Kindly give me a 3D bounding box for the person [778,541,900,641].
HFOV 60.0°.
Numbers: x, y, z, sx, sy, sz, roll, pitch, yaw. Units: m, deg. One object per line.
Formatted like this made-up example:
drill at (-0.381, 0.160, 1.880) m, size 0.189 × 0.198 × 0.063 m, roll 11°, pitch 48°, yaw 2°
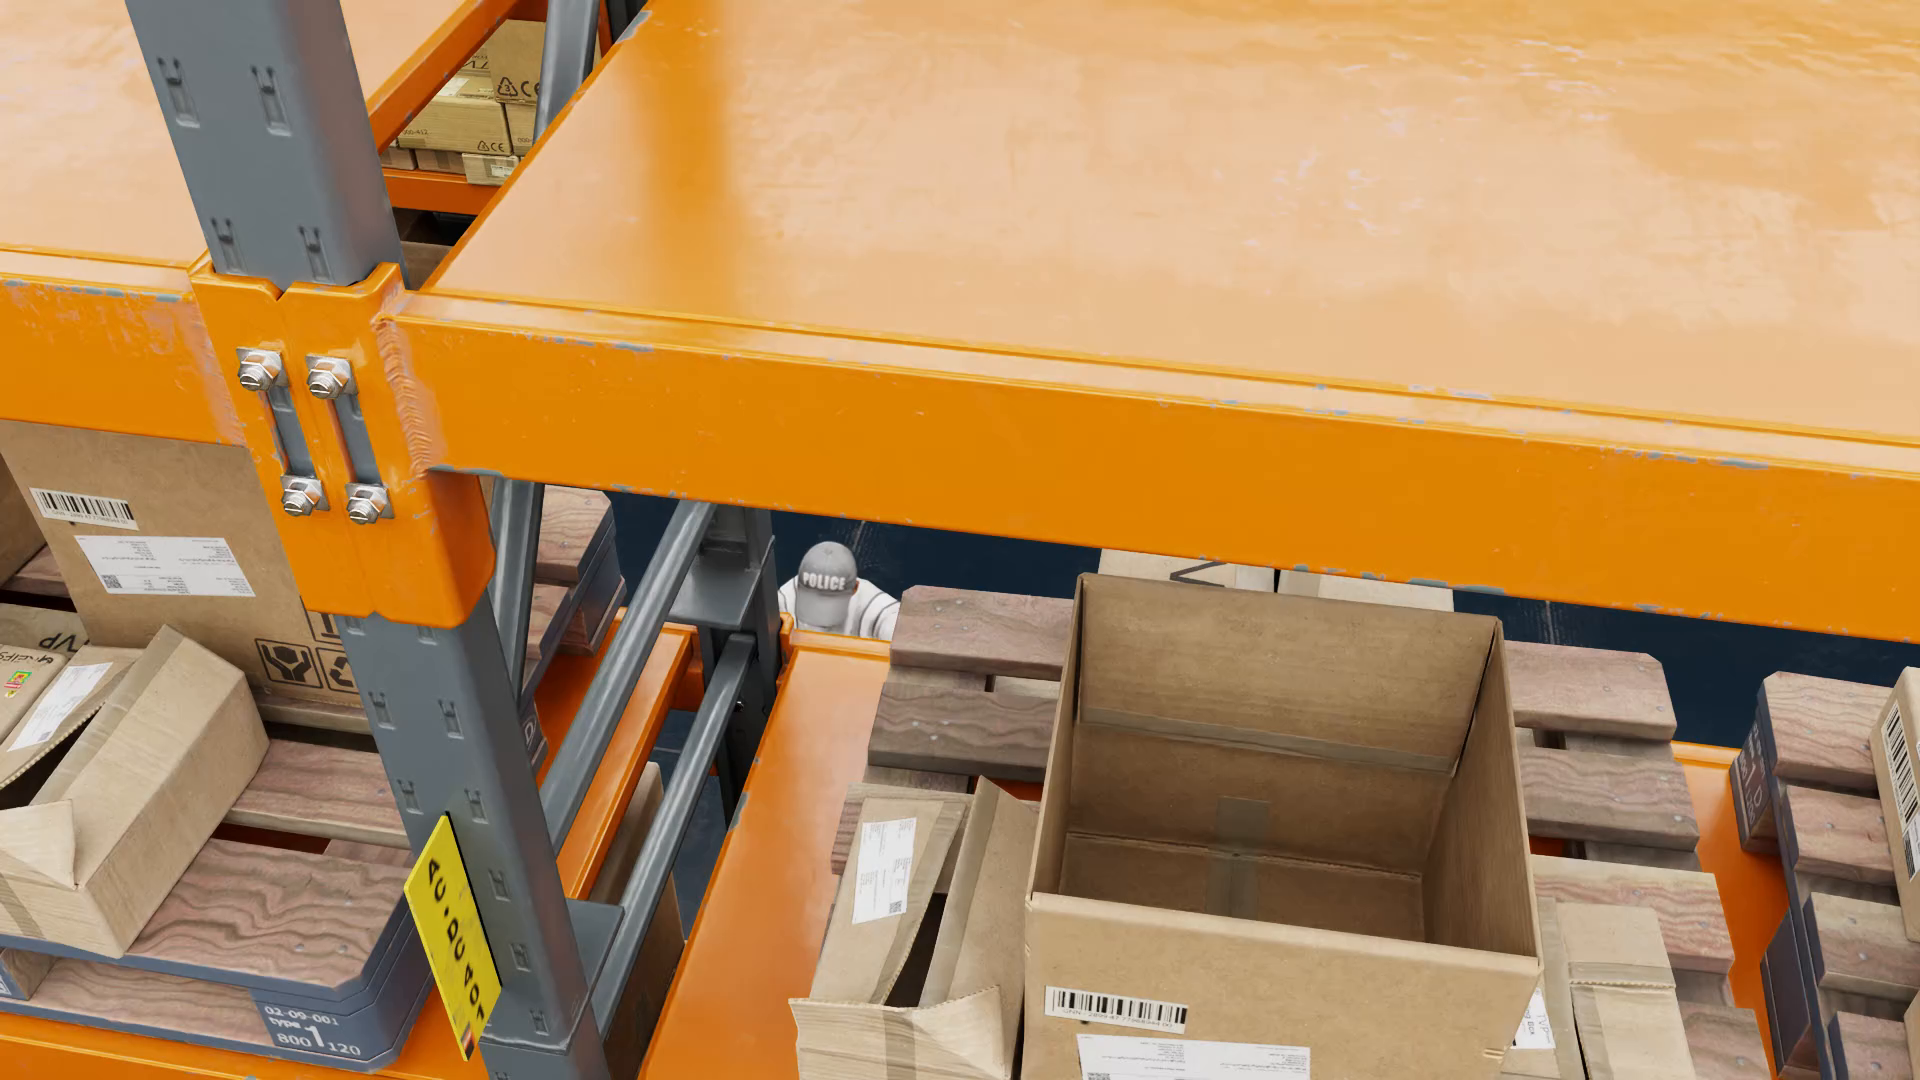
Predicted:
person at (-0.405, 0.621, 5.432) m, size 0.541 × 1.666 × 0.468 m, roll 7°, pitch 41°, yaw 8°
